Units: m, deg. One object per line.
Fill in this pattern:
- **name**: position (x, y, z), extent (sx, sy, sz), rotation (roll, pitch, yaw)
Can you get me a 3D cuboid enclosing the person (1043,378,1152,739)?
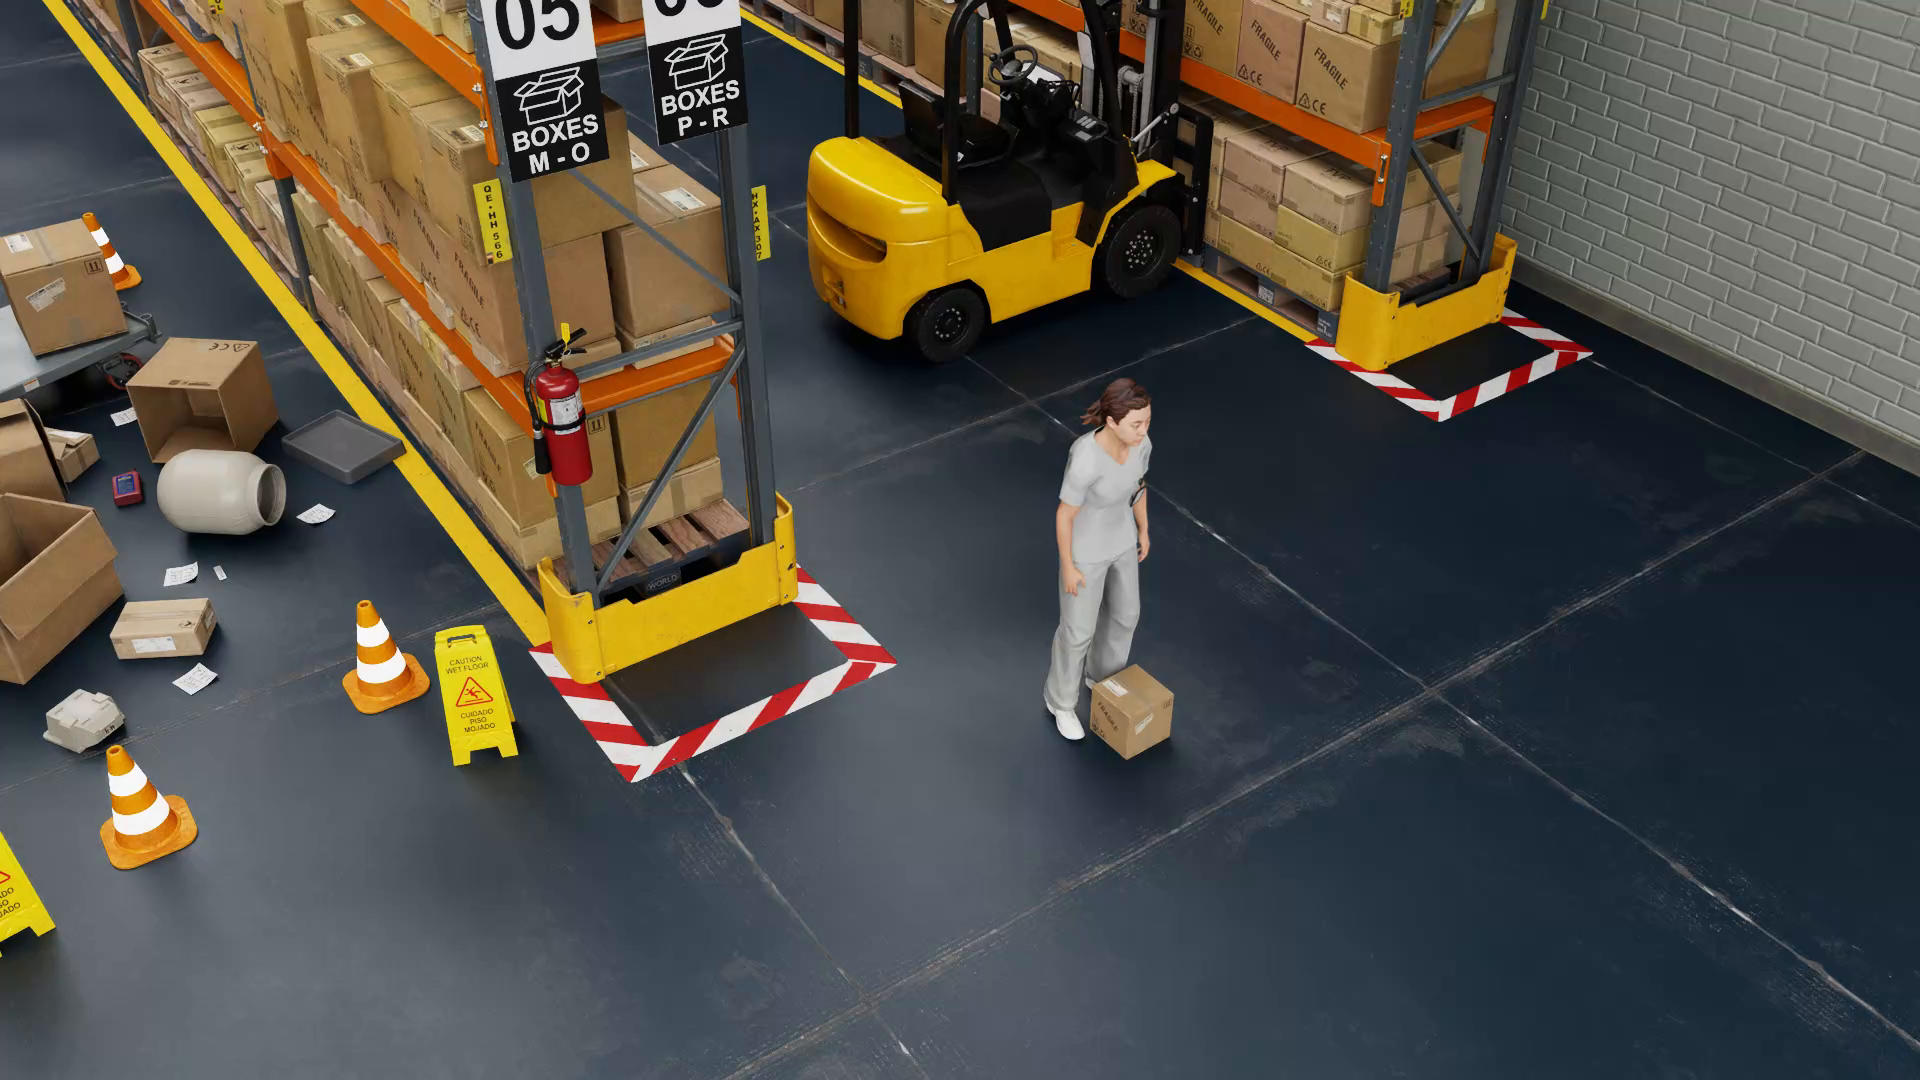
- **person**: position (0.594, 0.051, 6.934), extent (0.514, 1.671, 0.361), rotation (-25, 43, -30)
